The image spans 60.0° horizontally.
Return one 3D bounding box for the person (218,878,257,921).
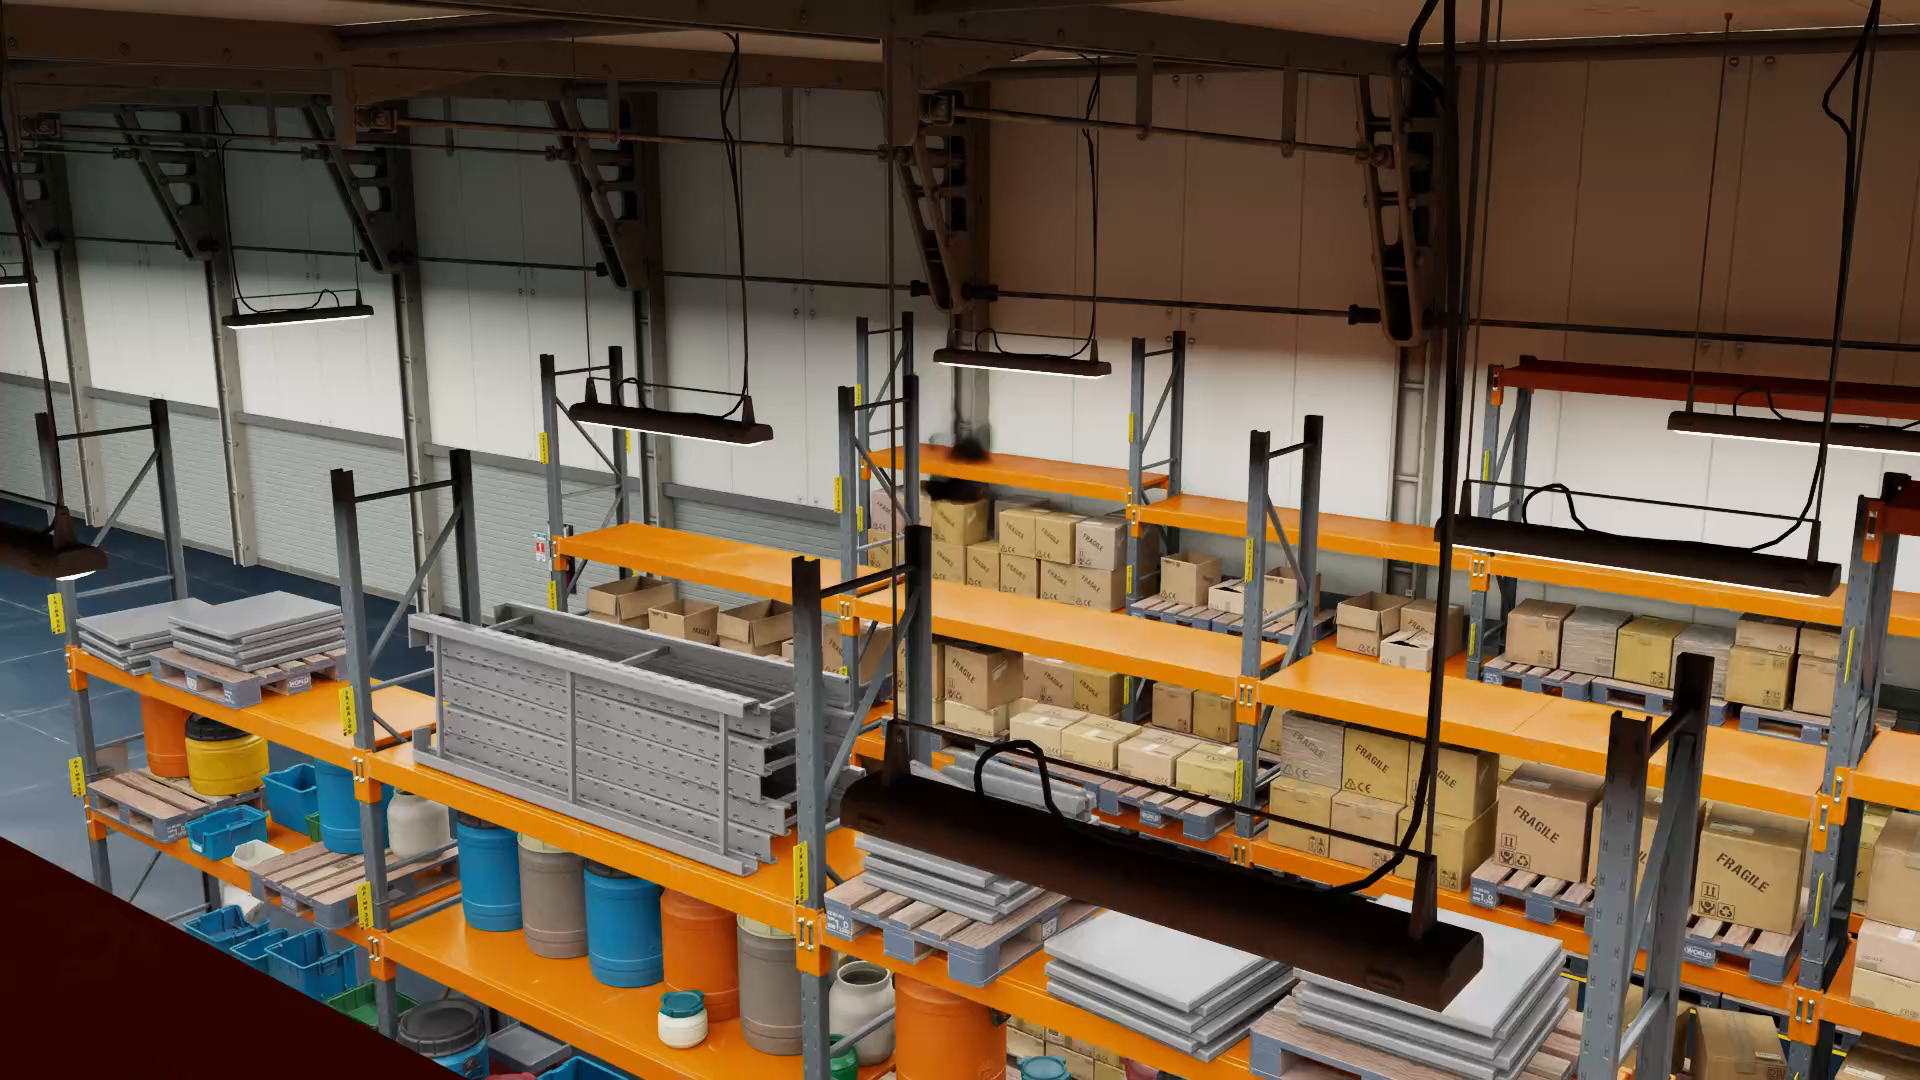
[{"bbox_3d":[-6.979,3.566,16.021,0.922,1.767,0.688,3,13,12],"label":"person"}]
